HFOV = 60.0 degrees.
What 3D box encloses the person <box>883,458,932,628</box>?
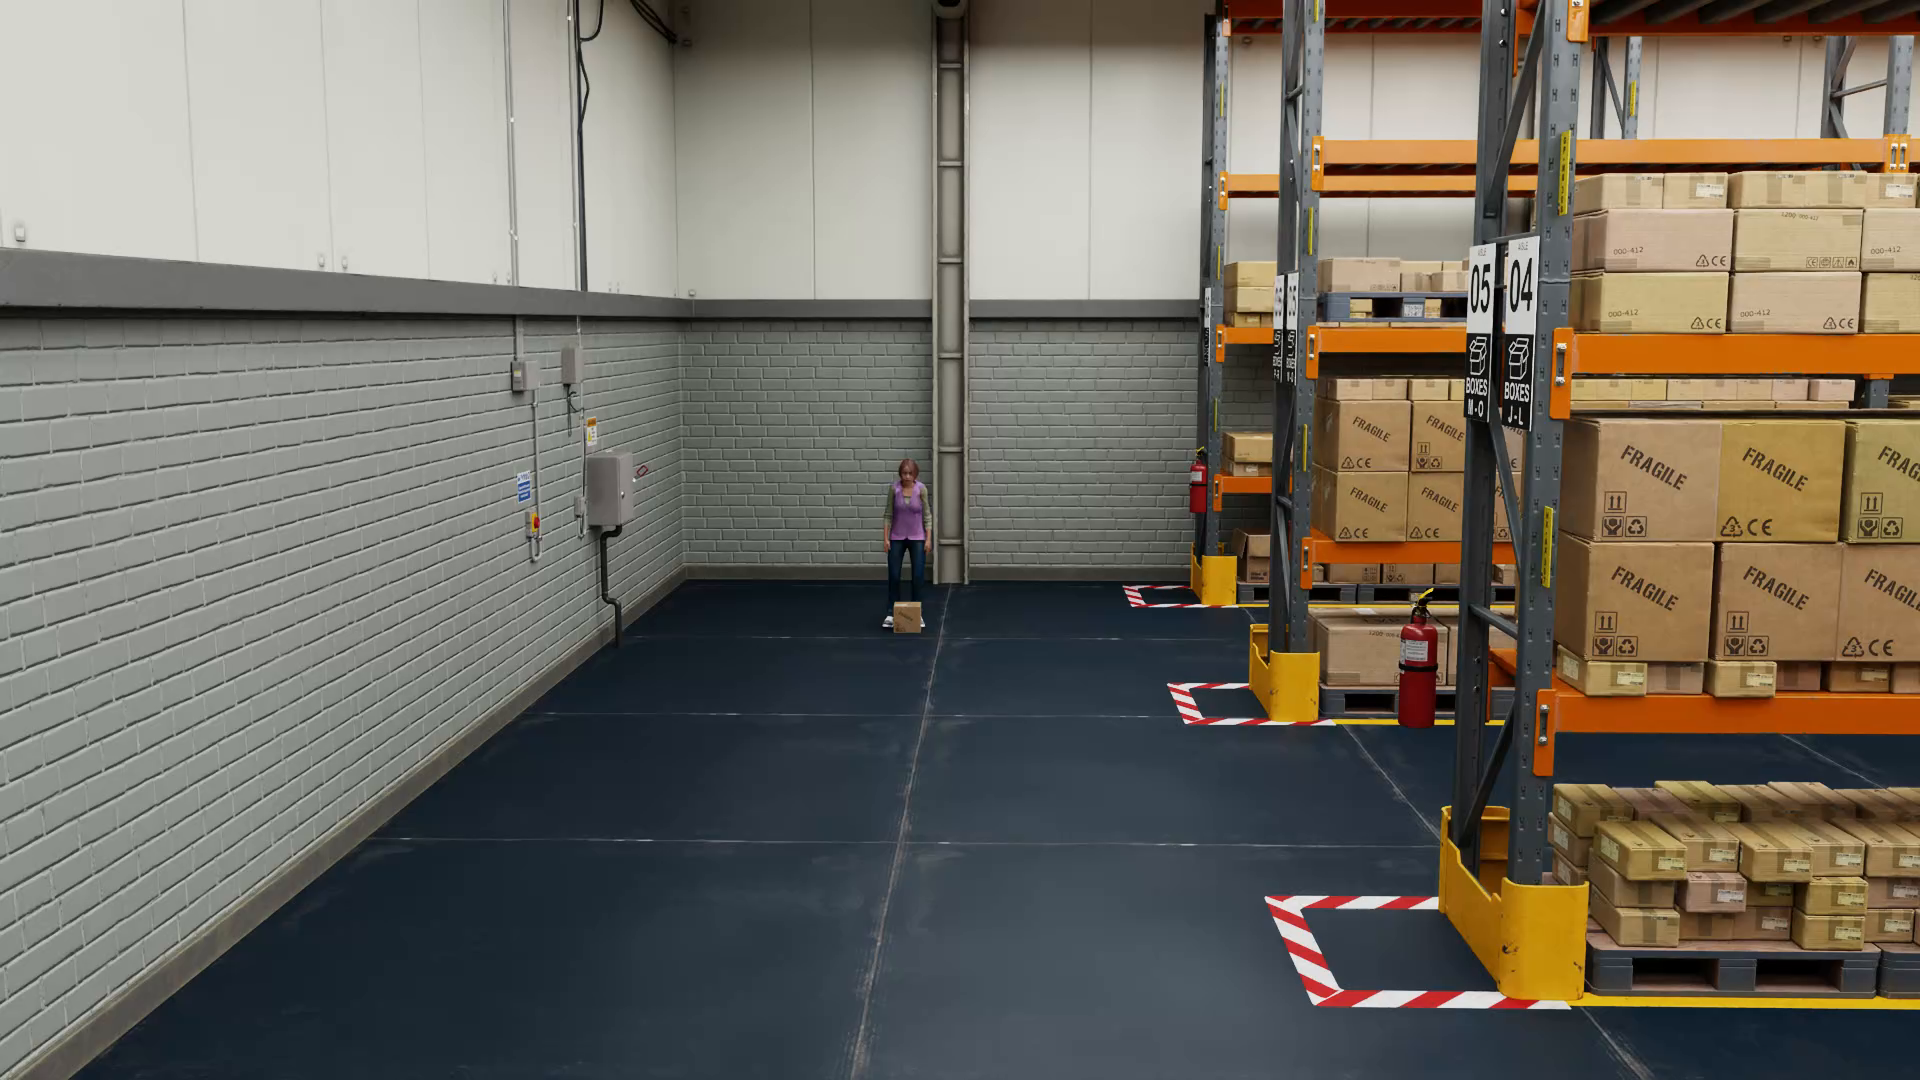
[{"bbox_3d":[-0.495,0.030,15.641,0.465,1.581,0.347,0,7,1],"label":"person"}]
